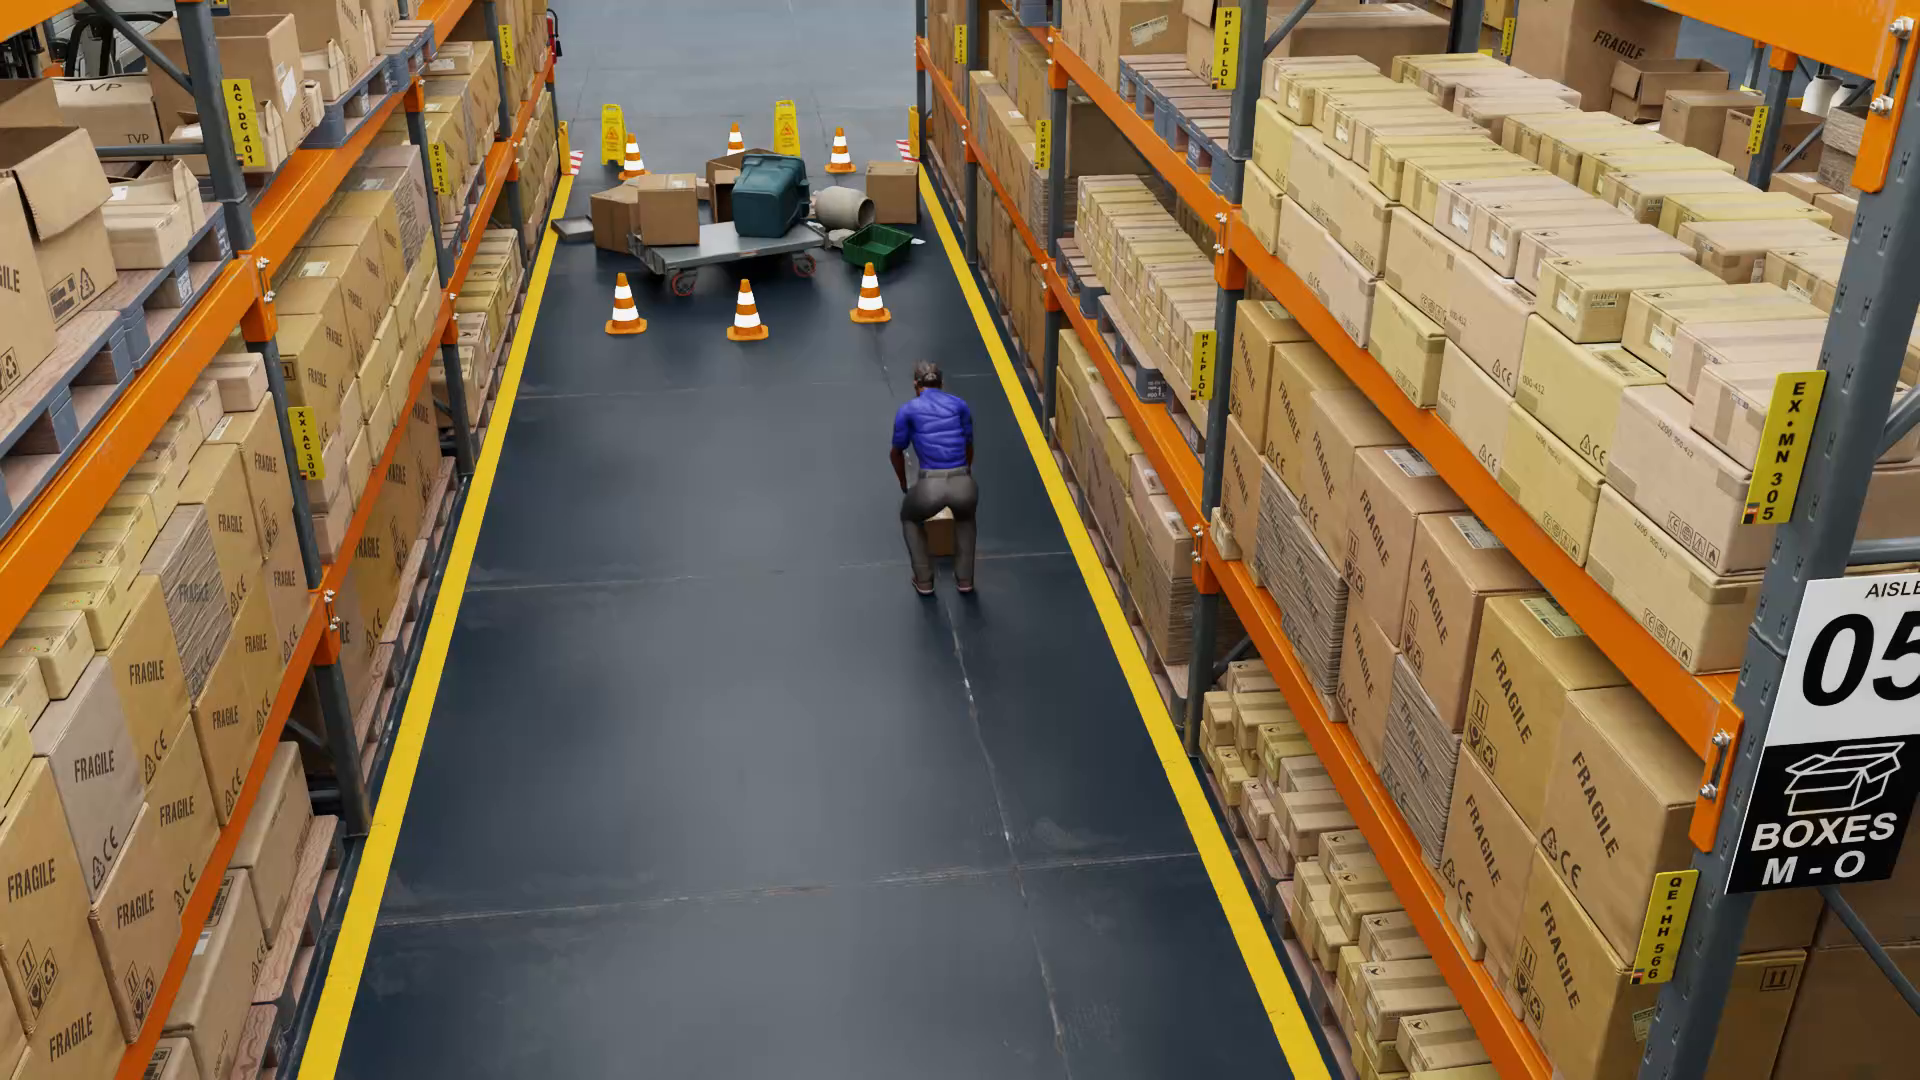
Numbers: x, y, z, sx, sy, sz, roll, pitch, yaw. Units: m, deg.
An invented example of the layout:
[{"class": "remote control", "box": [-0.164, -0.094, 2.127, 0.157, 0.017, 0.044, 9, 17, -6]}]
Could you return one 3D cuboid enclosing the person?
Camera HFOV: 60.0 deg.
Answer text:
[{"class": "person", "box": [-0.148, -0.335, 9.665, 0.497, 1.306, 0.669, -4, 28, -7]}]
